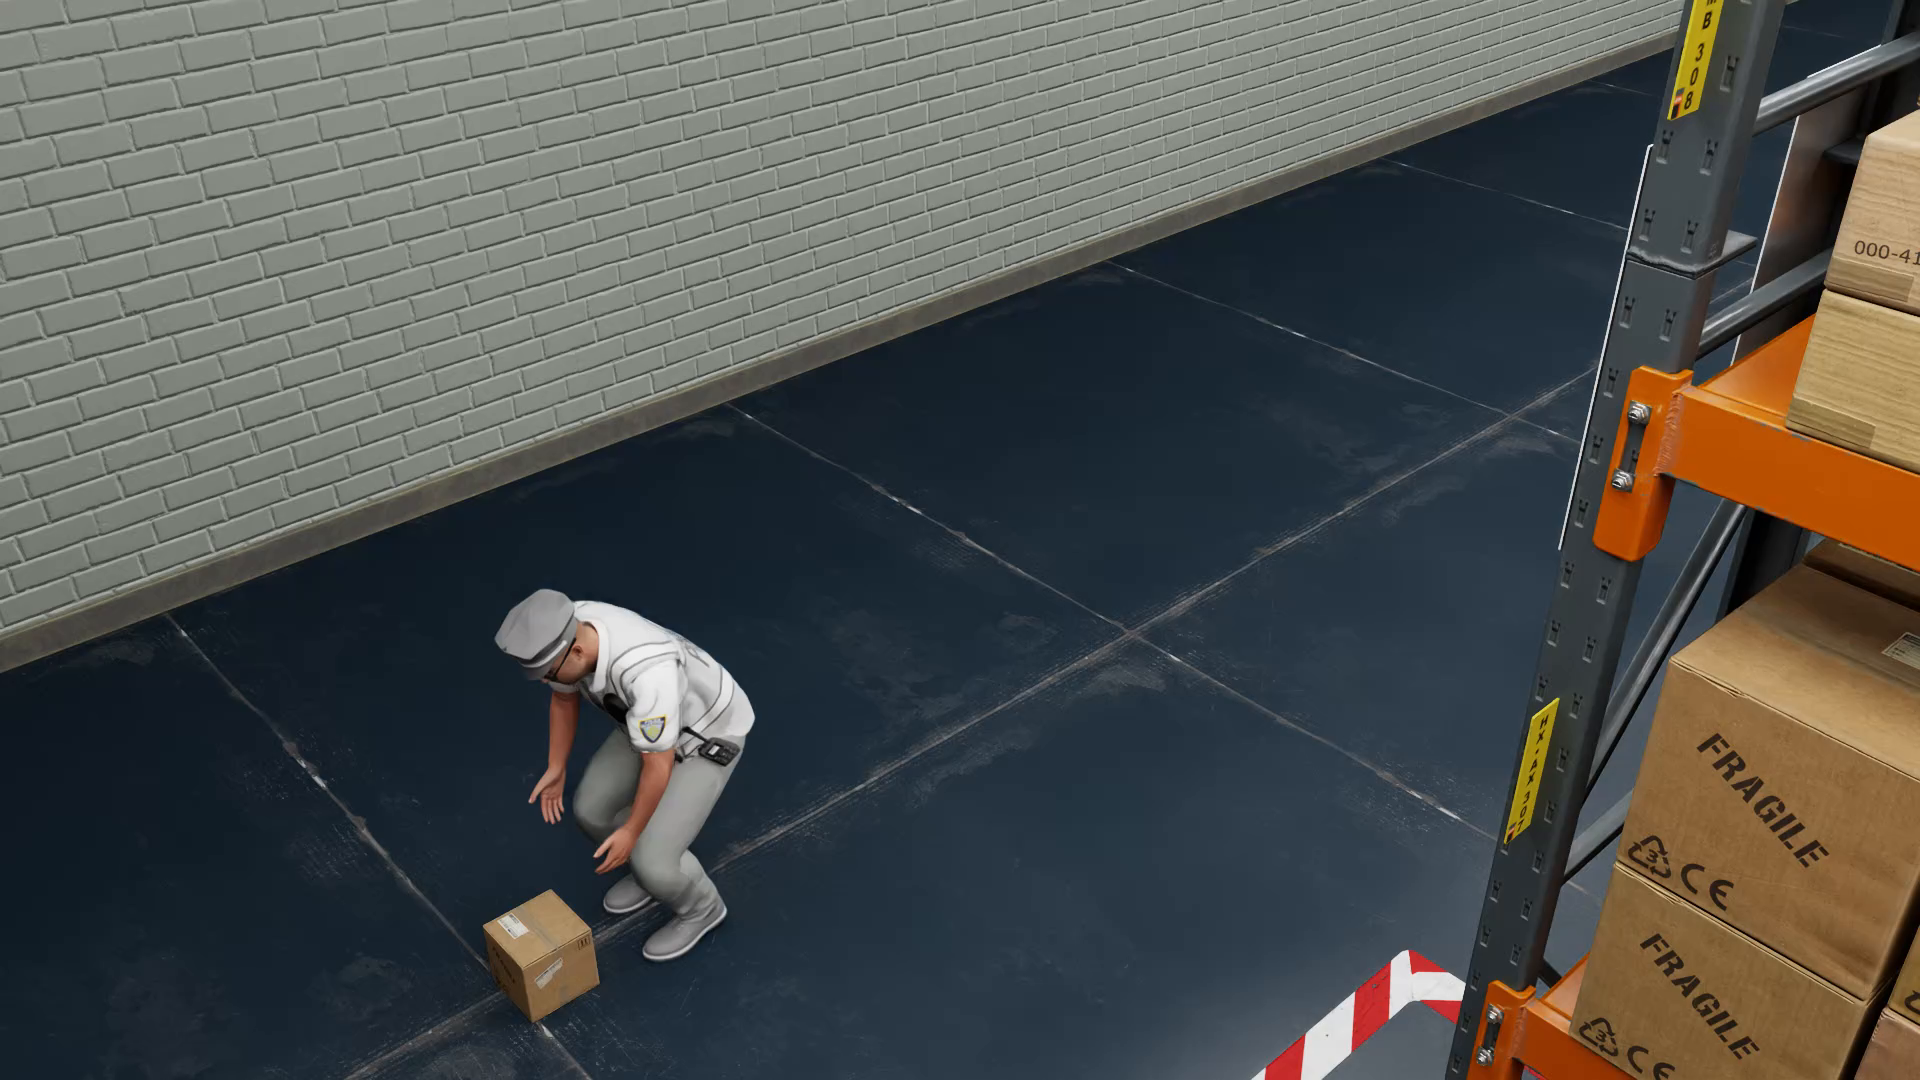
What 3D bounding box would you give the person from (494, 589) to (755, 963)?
[{"bbox_3d":[-1.017,0.704,5.289,0.792,1.439,0.590,-26,40,-35],"label":"person"}]
